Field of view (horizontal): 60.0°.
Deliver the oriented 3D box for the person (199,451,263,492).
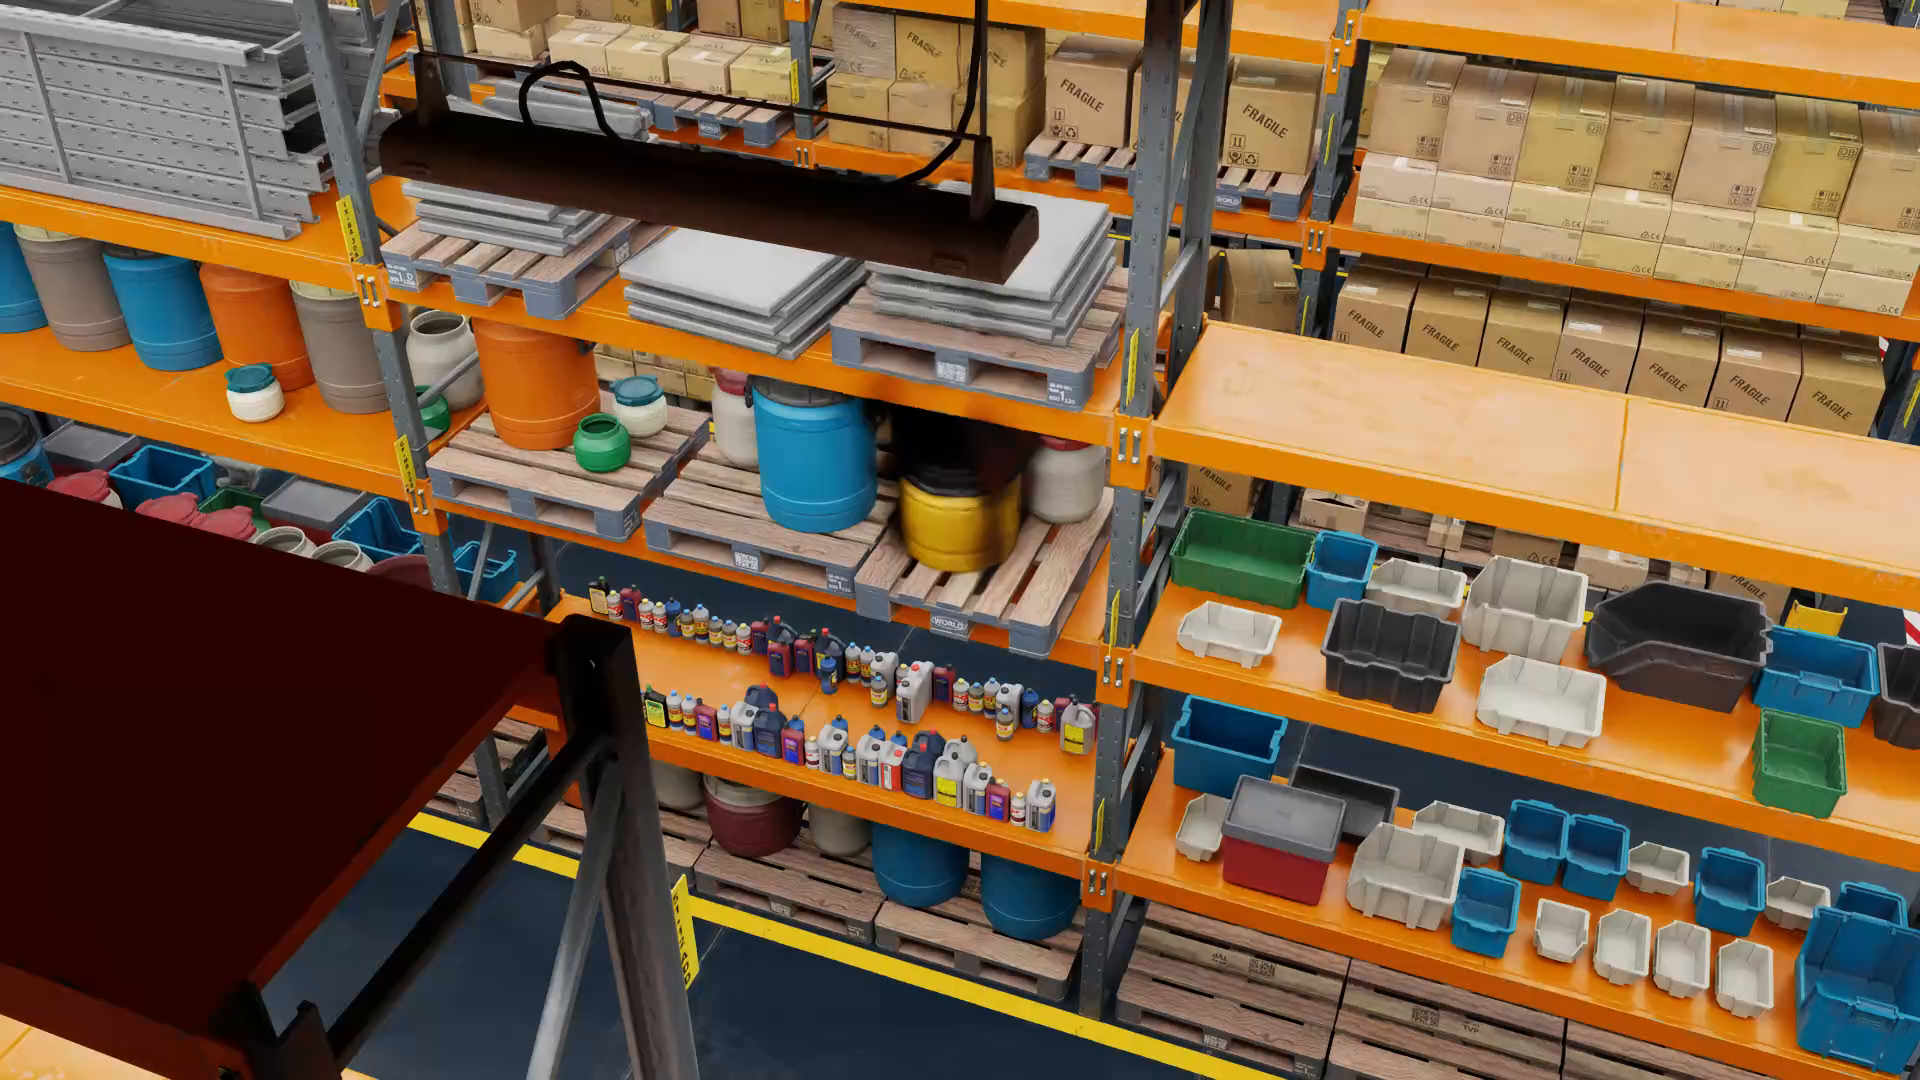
[{"bbox_3d":[-5.992,-1.097,13.487,0.586,1.649,0.574,9,37,12],"label":"person"}]
